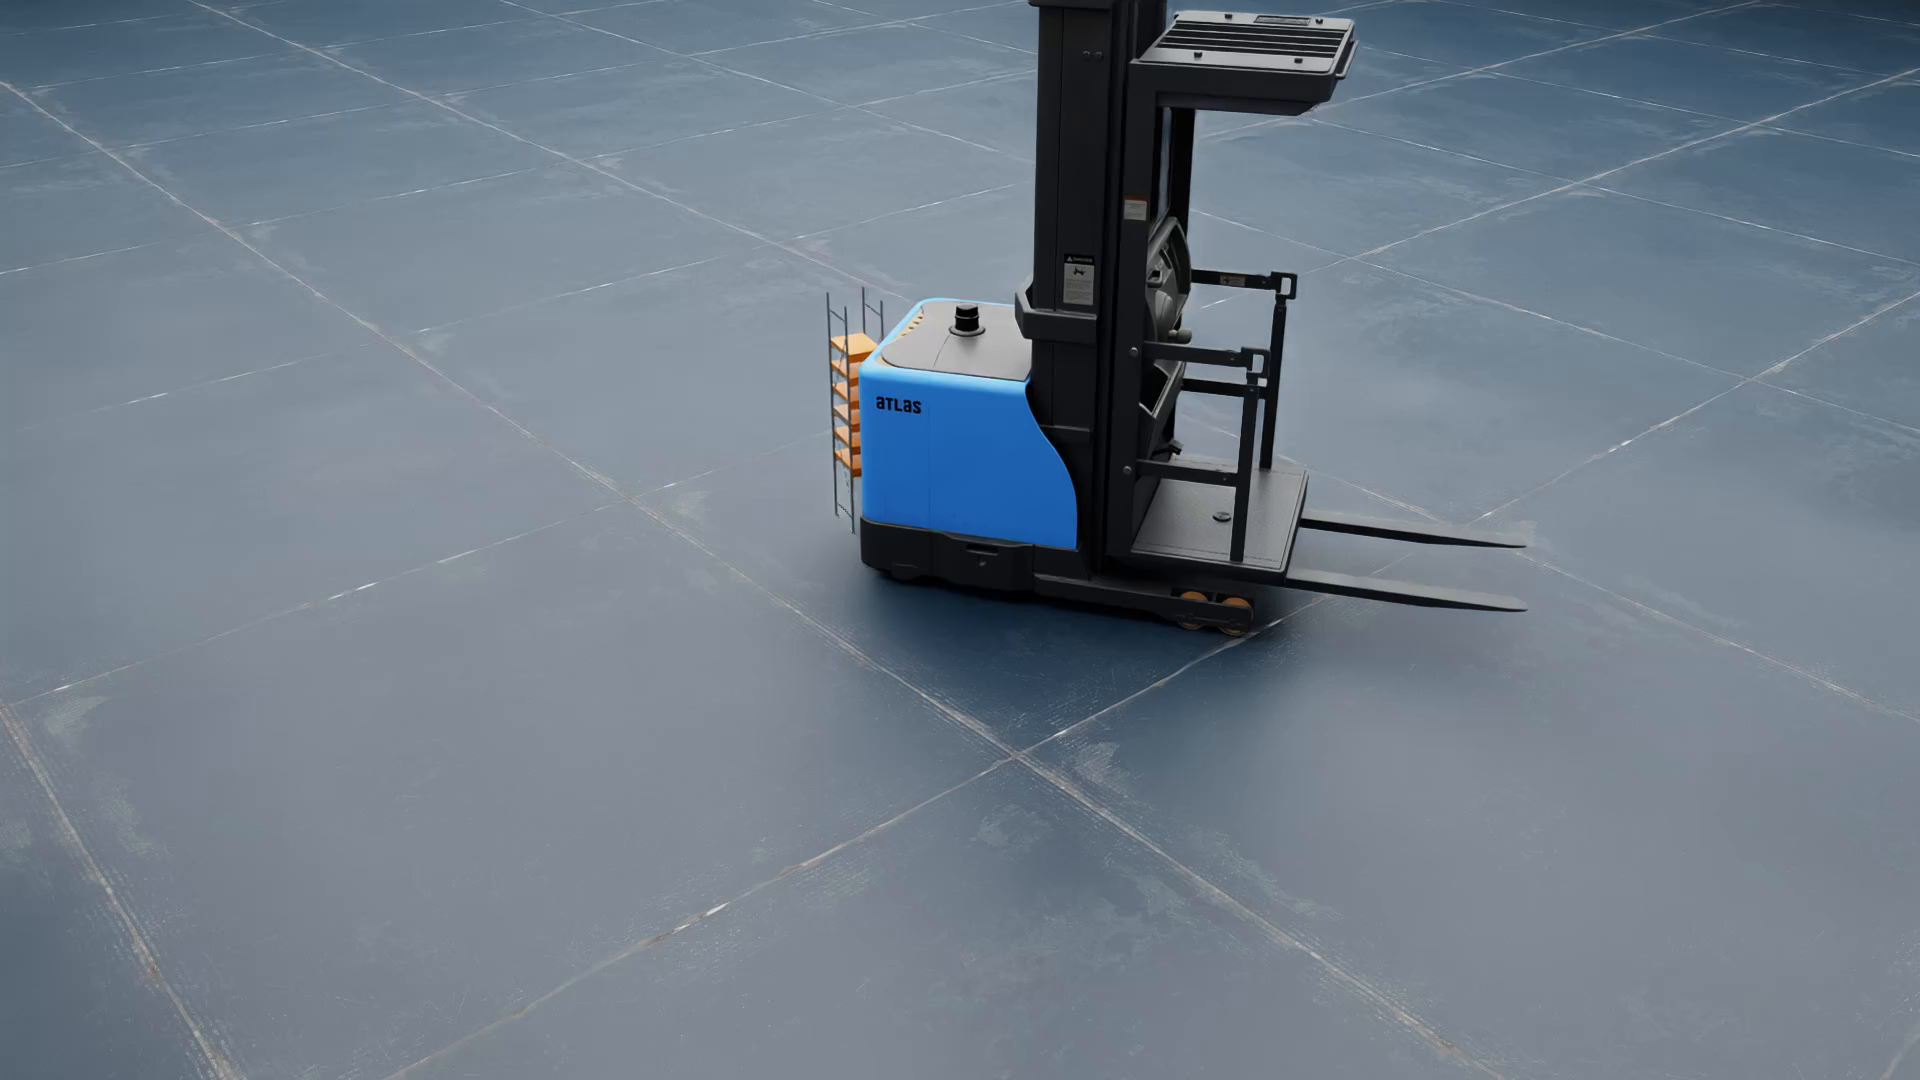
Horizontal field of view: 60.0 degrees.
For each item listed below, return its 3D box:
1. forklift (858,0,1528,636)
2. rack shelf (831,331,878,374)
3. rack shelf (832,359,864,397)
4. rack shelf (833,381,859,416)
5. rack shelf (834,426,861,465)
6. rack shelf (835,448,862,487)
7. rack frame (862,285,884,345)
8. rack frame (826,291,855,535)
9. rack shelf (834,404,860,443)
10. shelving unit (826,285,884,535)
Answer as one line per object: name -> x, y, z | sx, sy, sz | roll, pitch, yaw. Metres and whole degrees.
forklift -> 1.103, -1.145, 7.282 | 3.031, 2.935, 1.130 | 8, 29, 14
rack shelf -> -0.499, -0.903, 7.998 | 0.180, 0.103, 0.258 | -13, 31, -23
rack shelf -> -0.499, -0.797, 8.054 | 0.180, 0.103, 0.258 | -13, 31, -23
rack shelf -> -0.499, -0.692, 8.111 | 0.180, 0.103, 0.258 | -13, 31, -23
rack shelf -> -0.499, -0.480, 8.224 | 0.180, 0.103, 0.258 | -13, 31, -23
rack shelf -> -0.499, -0.374, 8.280 | 0.180, 0.103, 0.258 | -13, 31, -23
rack frame -> -0.417, -0.644, 8.182 | 0.006, 1.200, 0.240 | -13, 31, -23
rack frame -> -0.581, -0.606, 8.110 | 0.006, 1.200, 0.240 | -13, 31, -23
rack shelf -> -0.499, -0.586, 8.167 | 0.180, 0.103, 0.258 | -13, 31, -23
shelving unit -> -0.499, -0.625, 8.146 | 0.189, 1.200, 0.258 | -13, 31, -23
